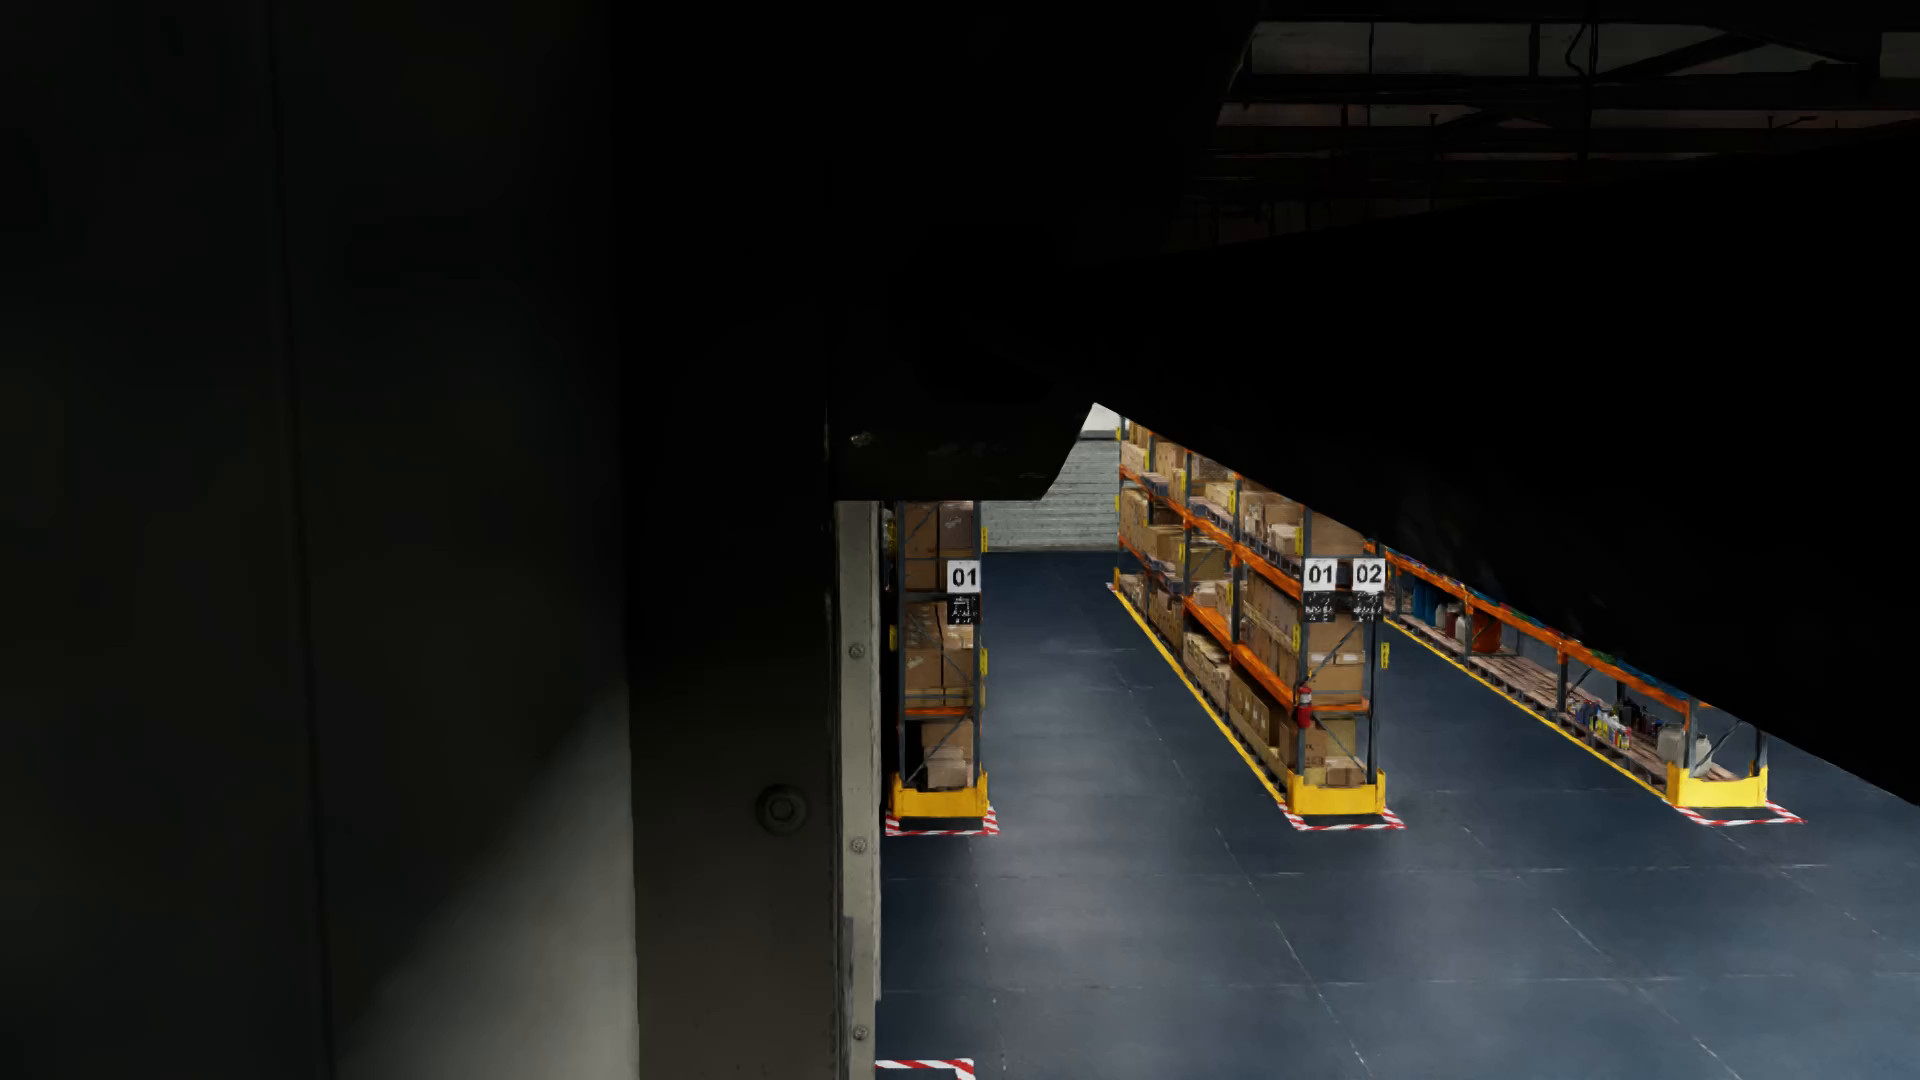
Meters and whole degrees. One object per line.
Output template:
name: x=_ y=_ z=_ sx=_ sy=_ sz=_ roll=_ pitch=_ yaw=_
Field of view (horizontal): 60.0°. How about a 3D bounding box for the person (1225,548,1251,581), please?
person: x=5.881 y=0.491 z=35.093 sx=0.592 sy=1.625 sz=0.532 roll=-1 pitch=8 yaw=-5
